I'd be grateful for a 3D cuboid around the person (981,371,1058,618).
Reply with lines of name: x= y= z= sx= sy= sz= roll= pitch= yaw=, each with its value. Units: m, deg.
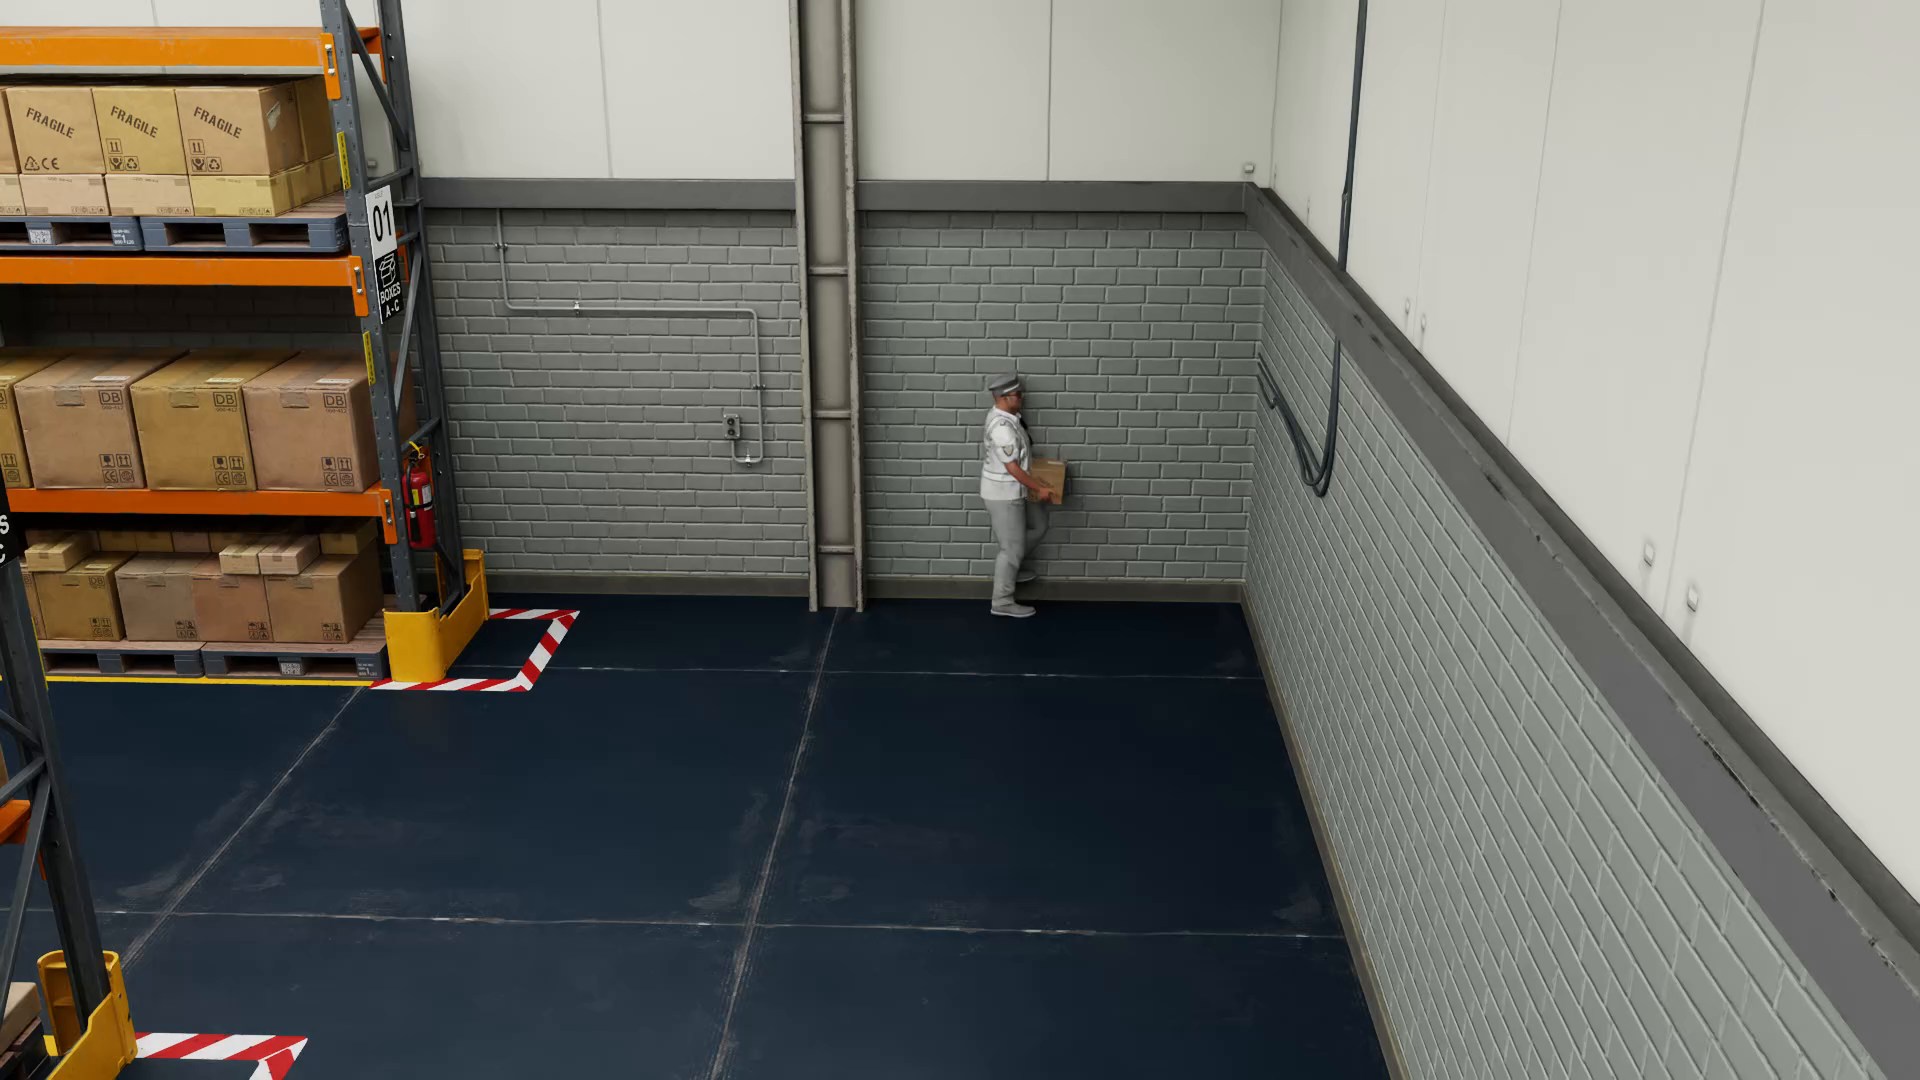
person: x=0.422 y=-0.343 z=11.941 sx=0.550 sy=1.775 sz=0.518 roll=1 pitch=21 yaw=1
